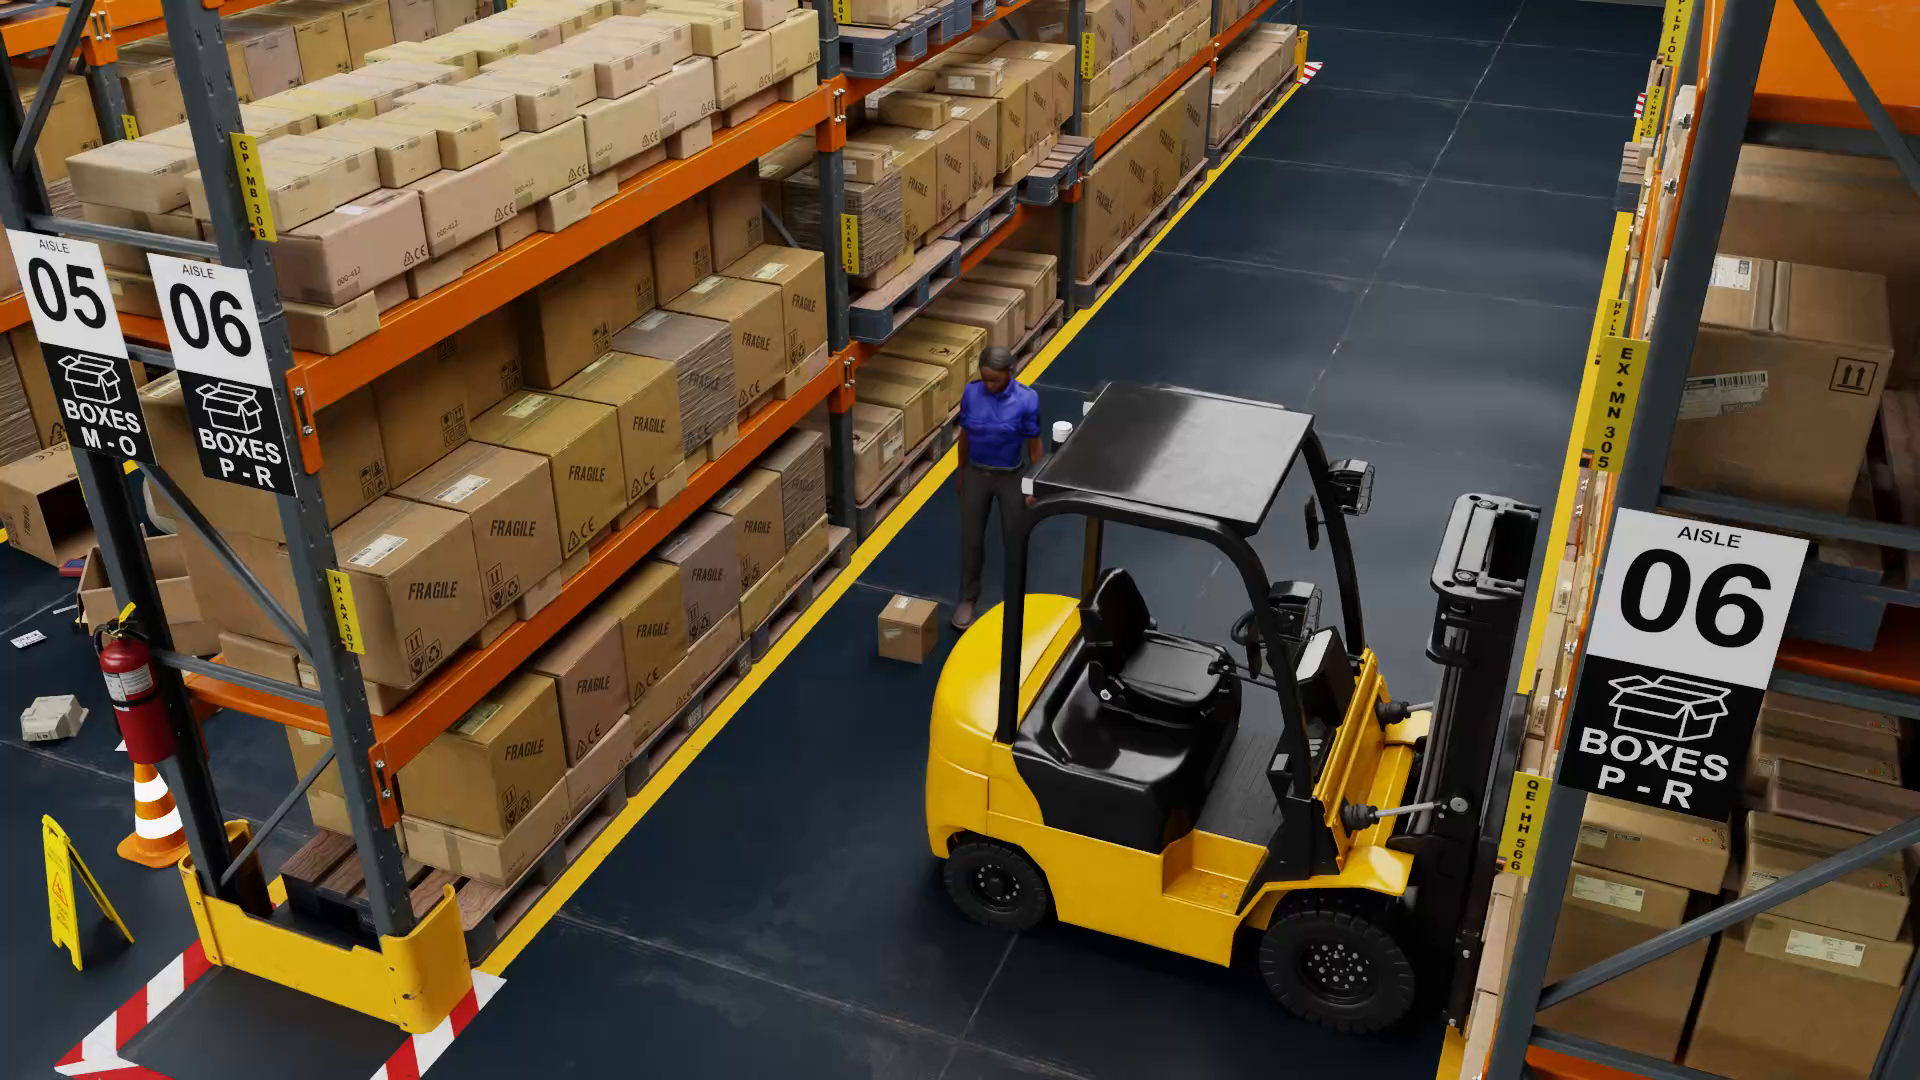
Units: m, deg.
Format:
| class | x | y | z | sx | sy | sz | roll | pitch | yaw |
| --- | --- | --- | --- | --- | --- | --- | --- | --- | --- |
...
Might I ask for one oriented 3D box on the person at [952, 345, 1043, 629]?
| class | x | y | z | sx | sy | sz | roll | pitch | yaw |
| --- | --- | --- | --- | --- | --- | --- | --- | --- | --- |
| person | 0.191 | -0.286 | 8.866 | 0.481 | 1.646 | 0.382 | 8 | 31 | 13 |
